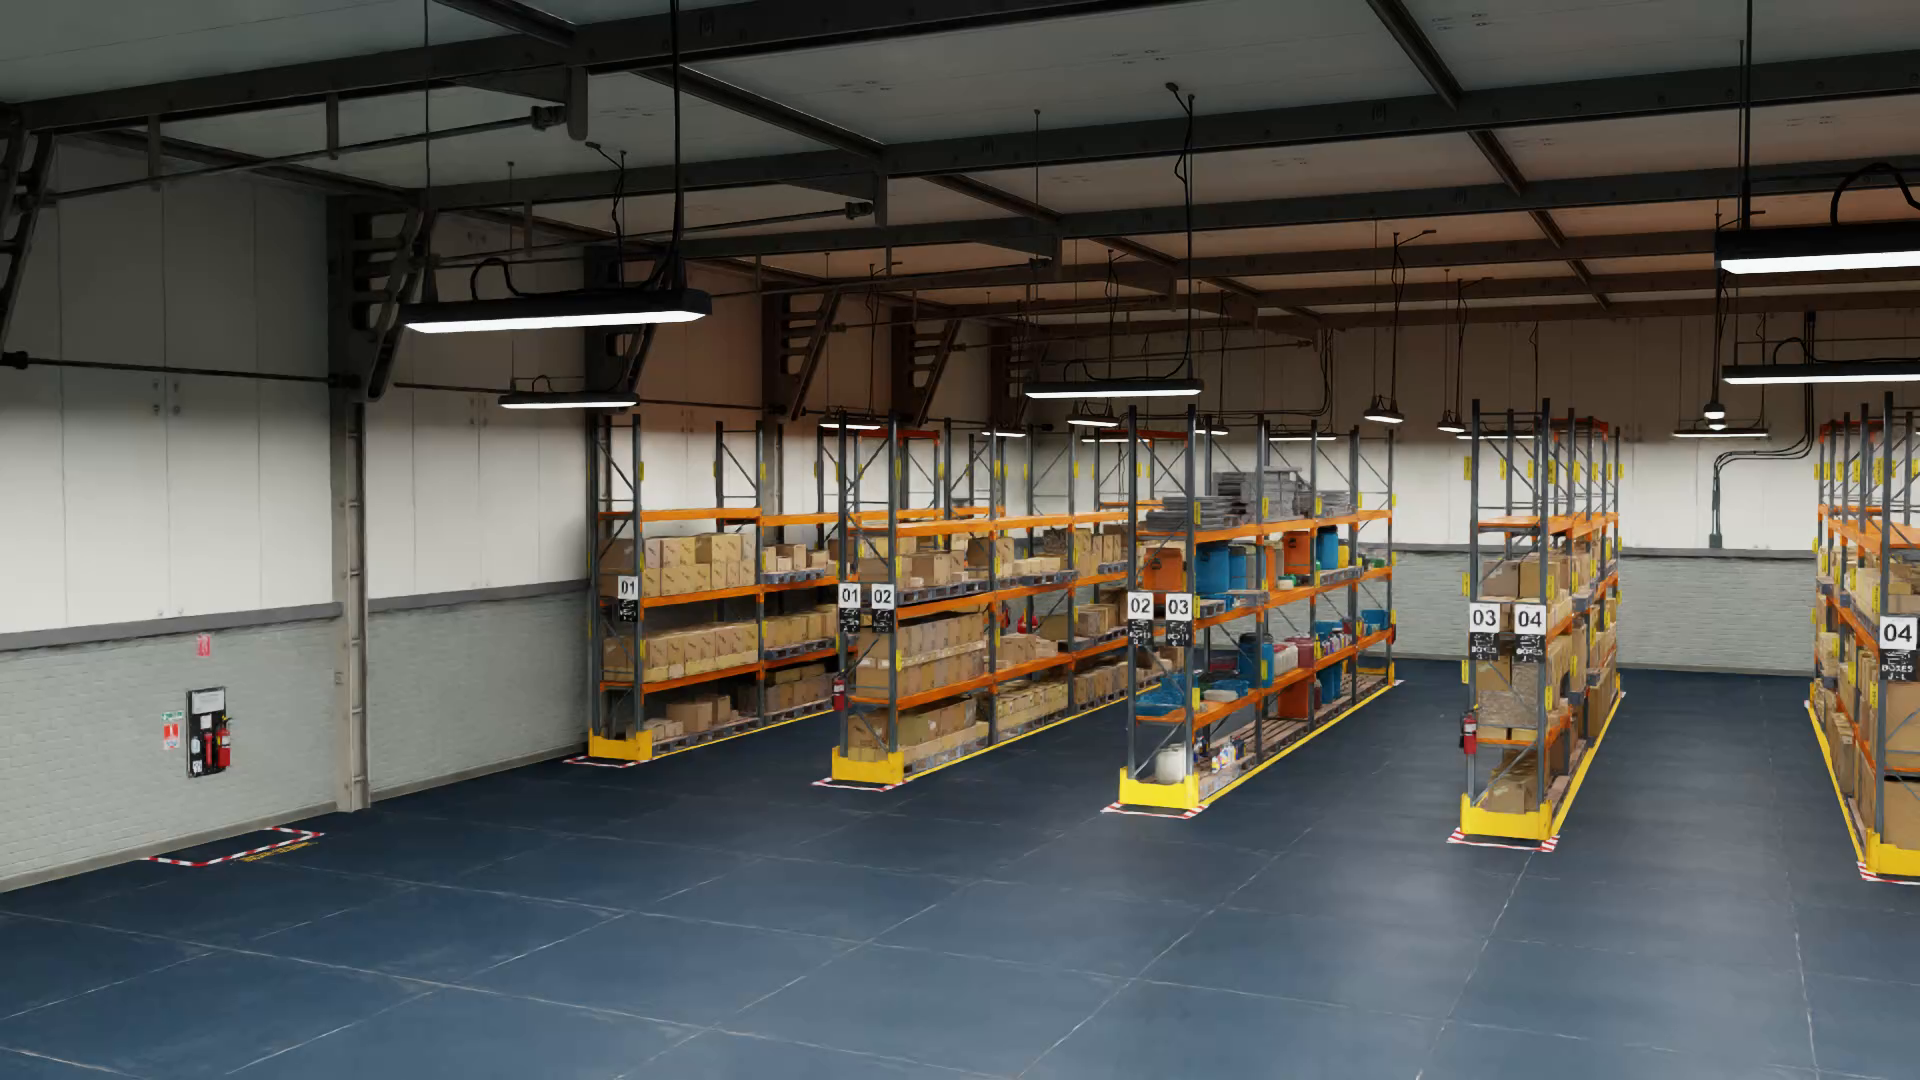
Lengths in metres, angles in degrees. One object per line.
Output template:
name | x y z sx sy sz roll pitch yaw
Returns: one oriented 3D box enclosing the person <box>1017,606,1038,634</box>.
person | 1.621 2.446 40.995 0.629 1.685 0.993 1 3 22
